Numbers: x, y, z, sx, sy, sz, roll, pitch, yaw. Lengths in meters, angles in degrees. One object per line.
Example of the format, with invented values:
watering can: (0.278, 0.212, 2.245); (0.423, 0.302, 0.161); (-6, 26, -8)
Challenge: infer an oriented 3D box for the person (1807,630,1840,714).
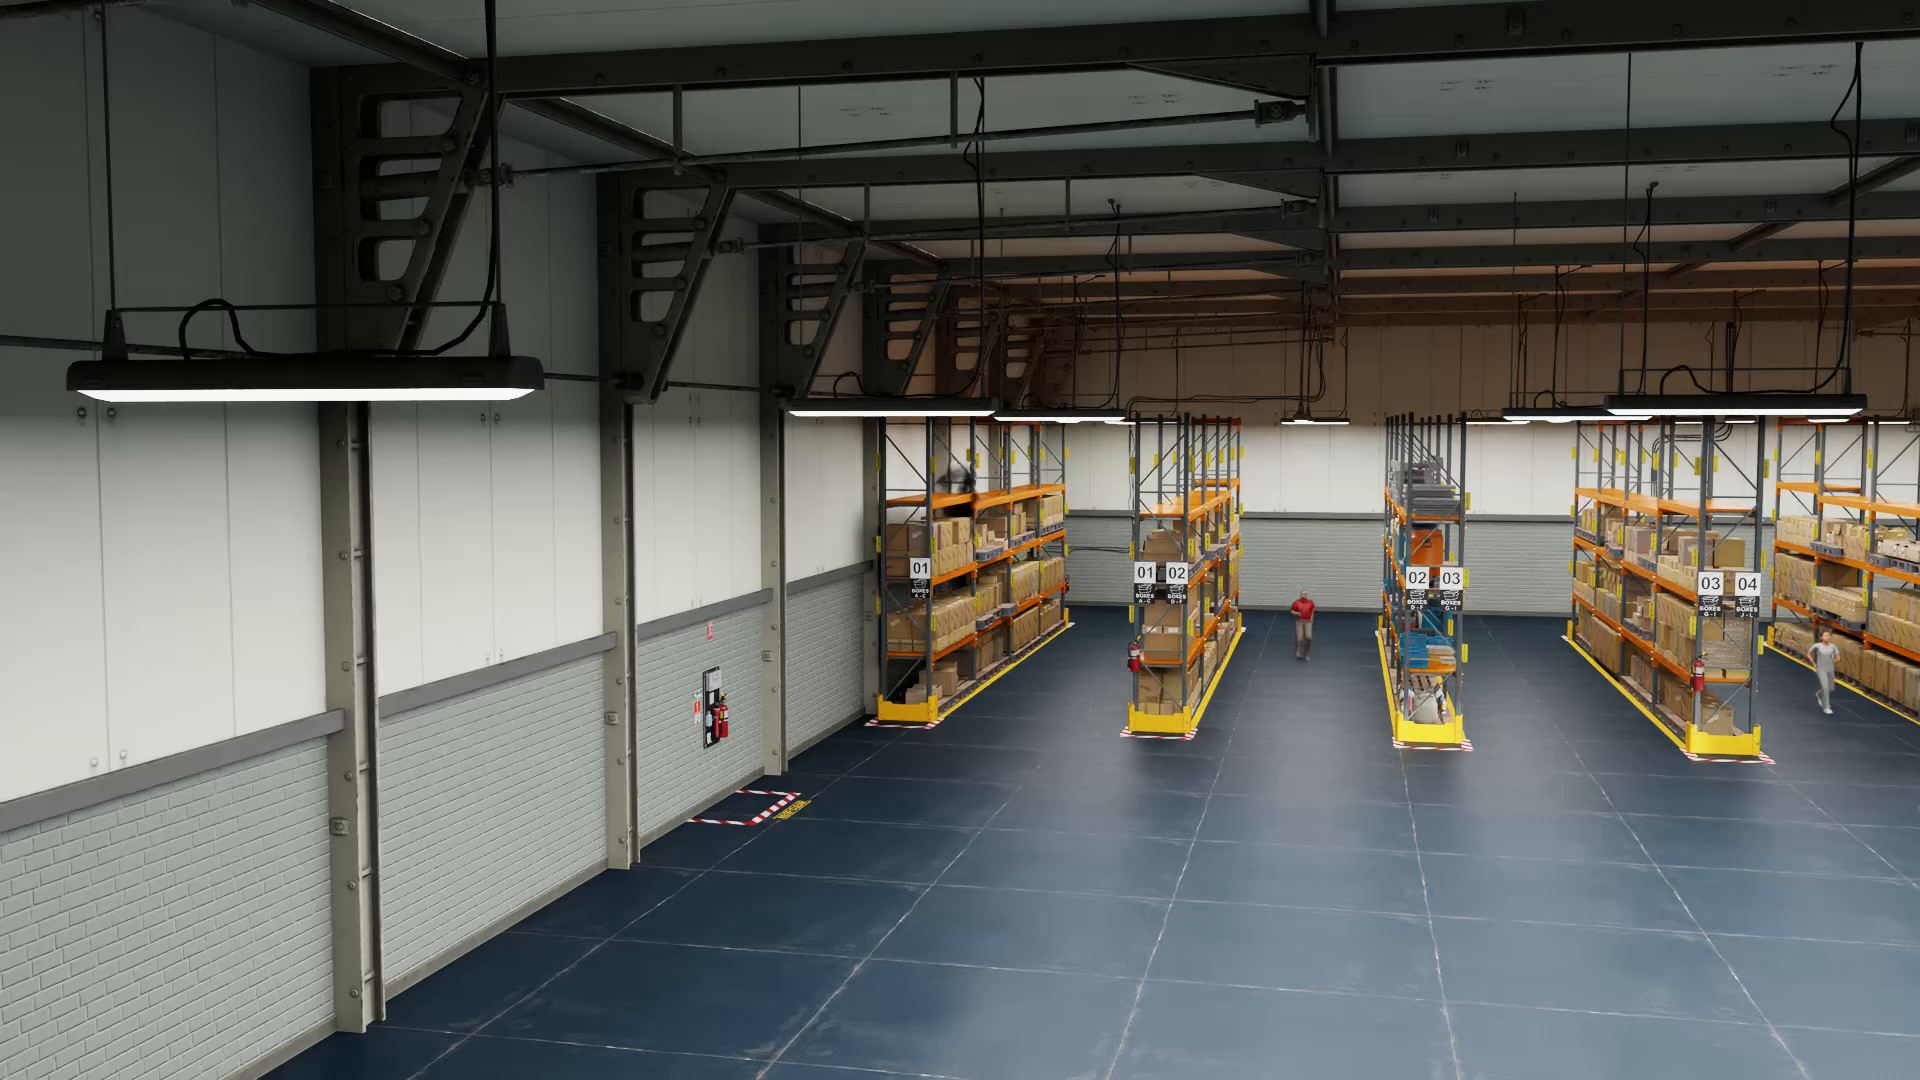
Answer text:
person: (17.390, 2.630, 33.465); (0.577, 1.642, 0.881); (0, 4, 6)

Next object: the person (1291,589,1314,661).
person: (8.457, 2.113, 41.003); (0.602, 1.795, 0.829); (0, 4, 4)
